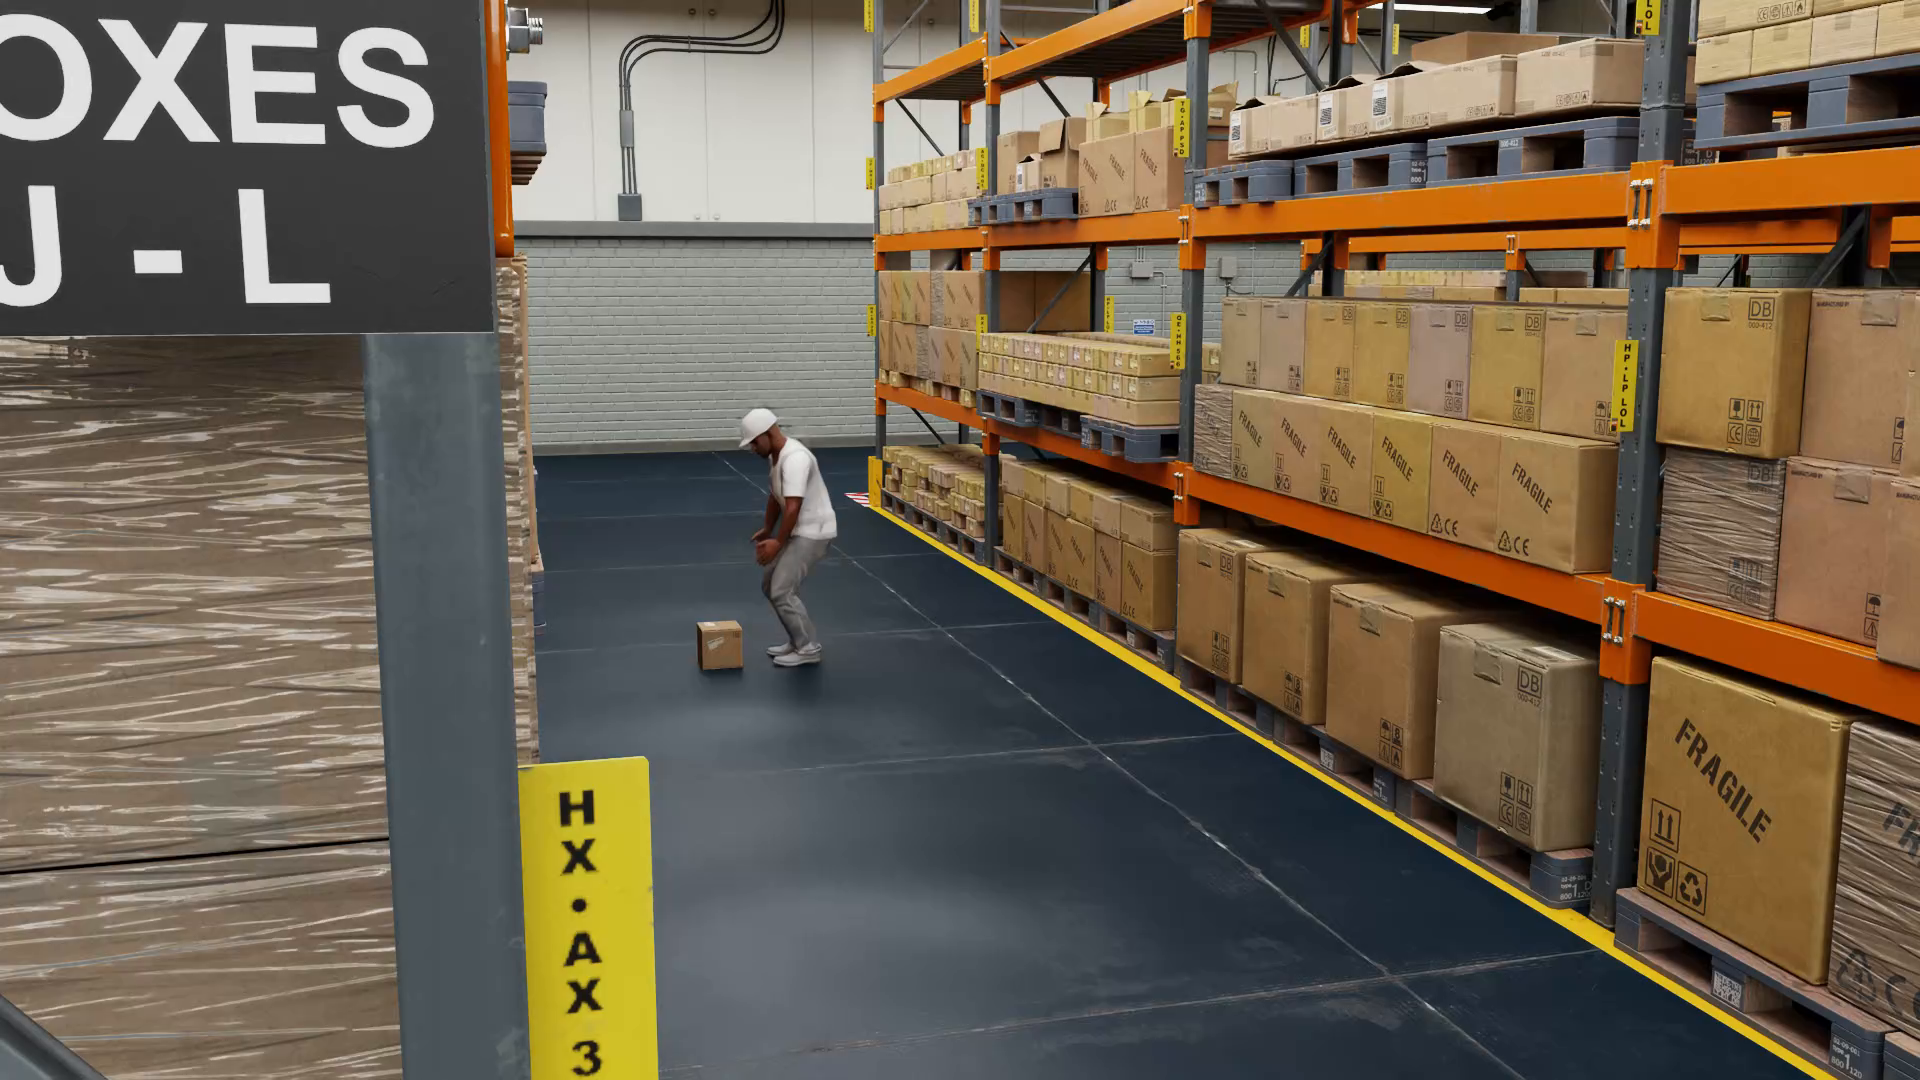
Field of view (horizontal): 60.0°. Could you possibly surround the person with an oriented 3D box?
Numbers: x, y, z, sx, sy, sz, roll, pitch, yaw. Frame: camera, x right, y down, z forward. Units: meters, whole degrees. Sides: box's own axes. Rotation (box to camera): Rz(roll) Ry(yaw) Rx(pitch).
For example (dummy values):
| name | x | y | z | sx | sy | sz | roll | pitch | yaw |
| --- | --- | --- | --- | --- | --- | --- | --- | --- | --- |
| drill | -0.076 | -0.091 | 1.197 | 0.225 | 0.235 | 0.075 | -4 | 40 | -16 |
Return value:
| name | x | y | z | sx | sy | sz | roll | pitch | yaw |
| --- | --- | --- | --- | --- | --- | --- | --- | --- | --- |
| person | -1.074 | -0.025 | 10.443 | 0.599 | 1.613 | 0.616 | -2 | 10 | -15 |
